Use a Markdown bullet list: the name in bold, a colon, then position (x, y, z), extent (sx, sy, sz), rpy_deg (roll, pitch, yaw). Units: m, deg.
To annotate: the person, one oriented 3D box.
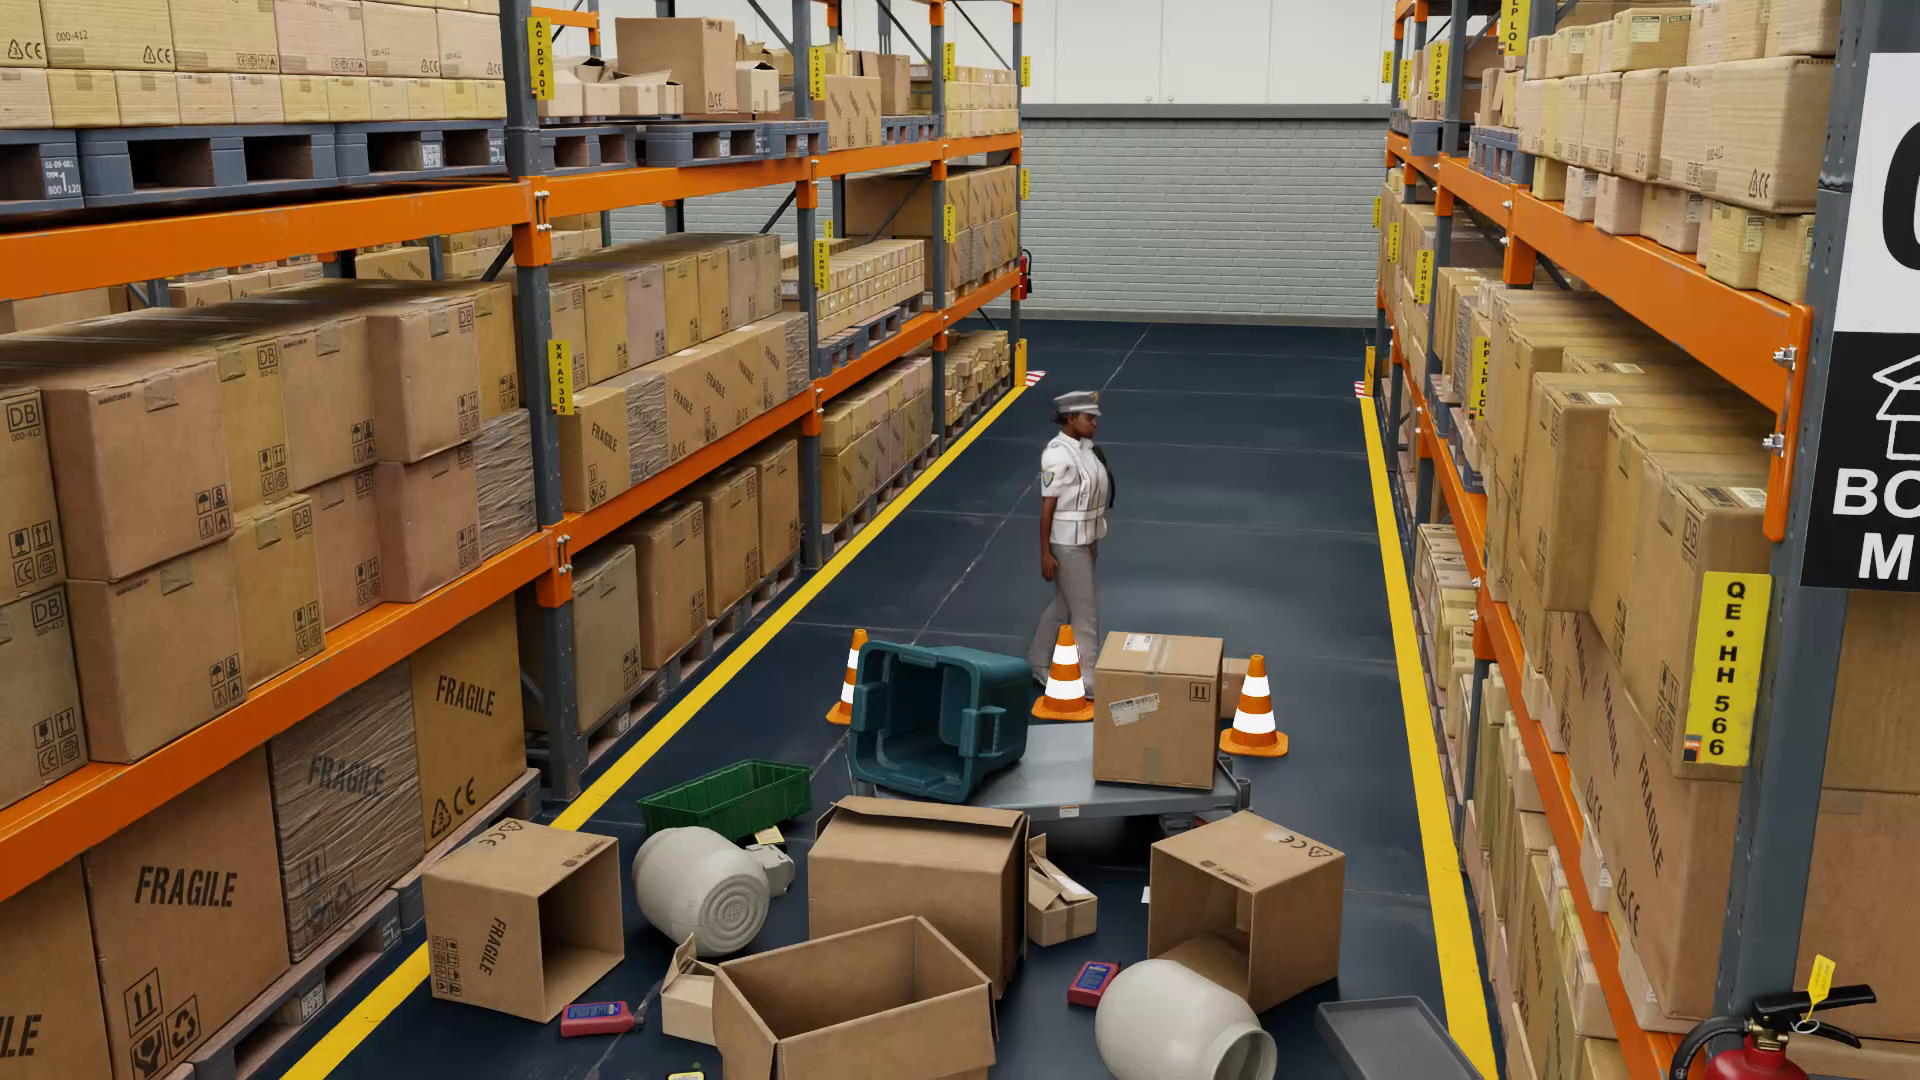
- **person**: position (0.650, 0.026, 8.885), extent (0.719, 1.654, 0.479), rpy_deg (8, 17, 28)
